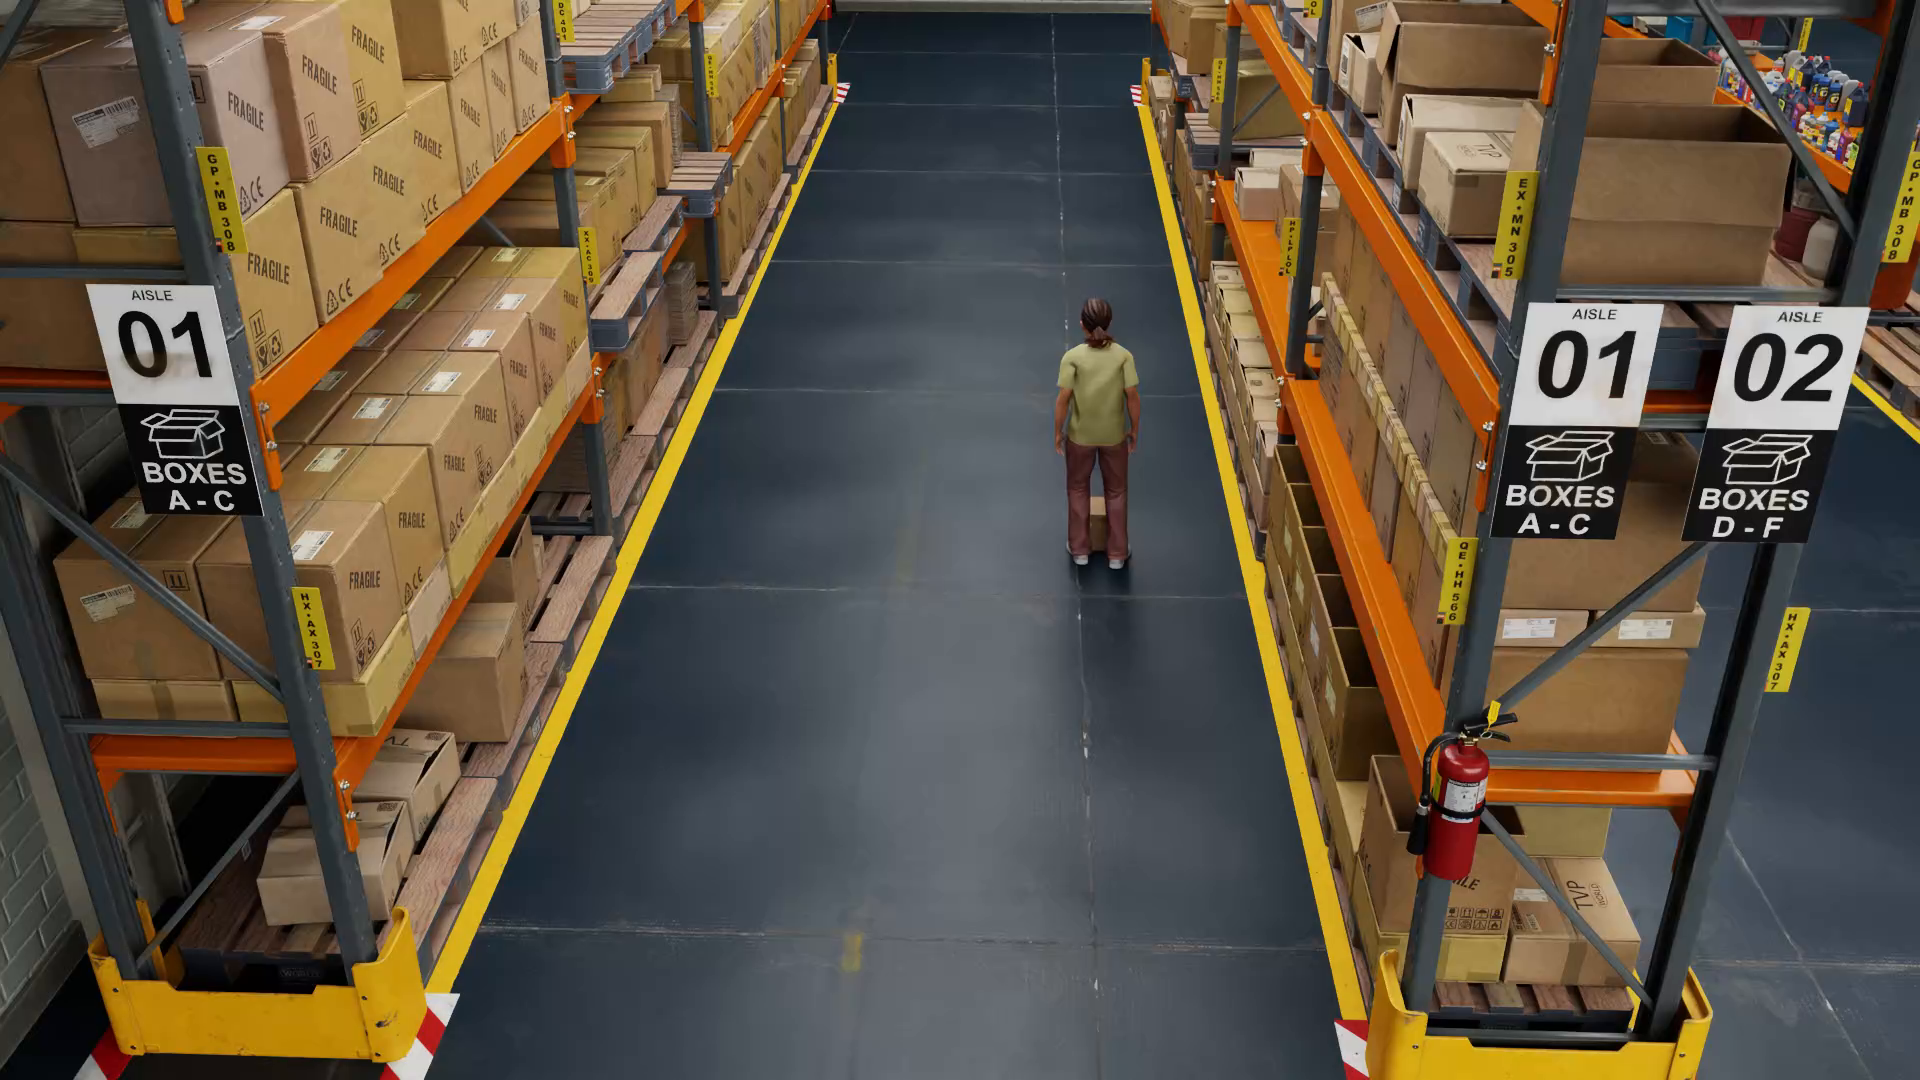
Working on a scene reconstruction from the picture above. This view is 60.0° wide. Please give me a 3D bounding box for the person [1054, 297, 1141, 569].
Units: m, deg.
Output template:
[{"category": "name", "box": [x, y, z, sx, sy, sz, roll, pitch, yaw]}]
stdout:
[{"category": "person", "box": [0.800, -0.624, 9.794, 0.510, 1.671, 0.416, 0, 28, -1]}]
